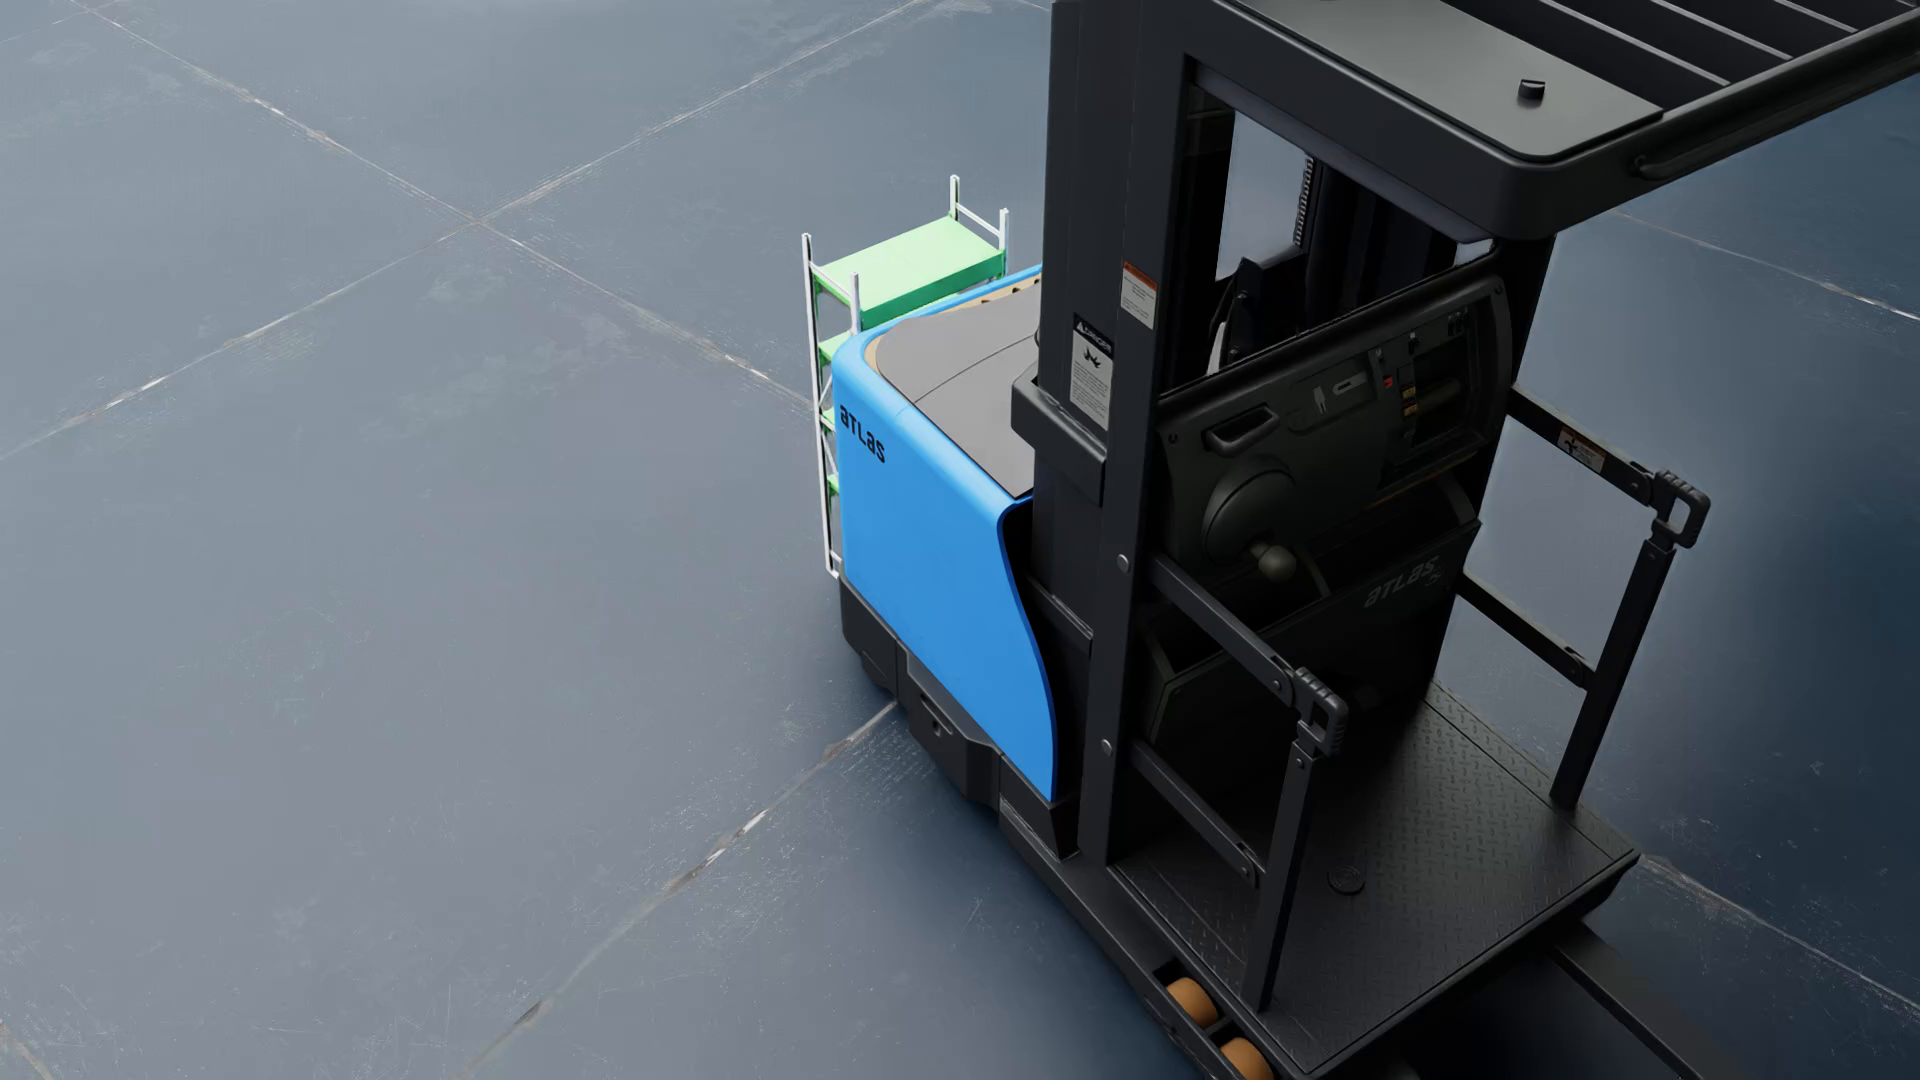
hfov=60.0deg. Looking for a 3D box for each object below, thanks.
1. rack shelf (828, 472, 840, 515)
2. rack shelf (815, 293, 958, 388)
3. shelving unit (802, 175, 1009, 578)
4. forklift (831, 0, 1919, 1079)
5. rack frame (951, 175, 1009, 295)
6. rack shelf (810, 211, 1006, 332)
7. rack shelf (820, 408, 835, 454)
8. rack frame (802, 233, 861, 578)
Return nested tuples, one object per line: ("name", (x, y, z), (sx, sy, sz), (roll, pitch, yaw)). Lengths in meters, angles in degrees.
("rack shelf", (-0.141, -0.168, 4.994), (0.480, 0.148, 0.258), (-27, 49, -27))
("rack shelf", (-0.141, -0.523, 4.671), (0.480, 0.148, 0.258), (-27, 49, -27))
("shelving unit", (-0.141, -0.392, 4.790), (0.503, 1.200, 0.258), (-27, 49, -27))
("forklift", (0.899, -0.149, 3.235), (1.130, 2.935, 3.031), (-25, 48, -25))
("rack frame", (0.053, -0.492, 4.900), (0.015, 1.200, 0.240), (-27, 49, -27))
("rack shelf", (-0.141, -0.700, 4.510), (0.480, 0.148, 0.258), (-27, 49, -27))
("rack shelf", (-0.141, -0.345, 4.833), (0.480, 0.148, 0.258), (-27, 49, -27))
("rack frame", (-0.335, -0.293, 4.680), (0.015, 1.200, 0.240), (-27, 49, -27))
